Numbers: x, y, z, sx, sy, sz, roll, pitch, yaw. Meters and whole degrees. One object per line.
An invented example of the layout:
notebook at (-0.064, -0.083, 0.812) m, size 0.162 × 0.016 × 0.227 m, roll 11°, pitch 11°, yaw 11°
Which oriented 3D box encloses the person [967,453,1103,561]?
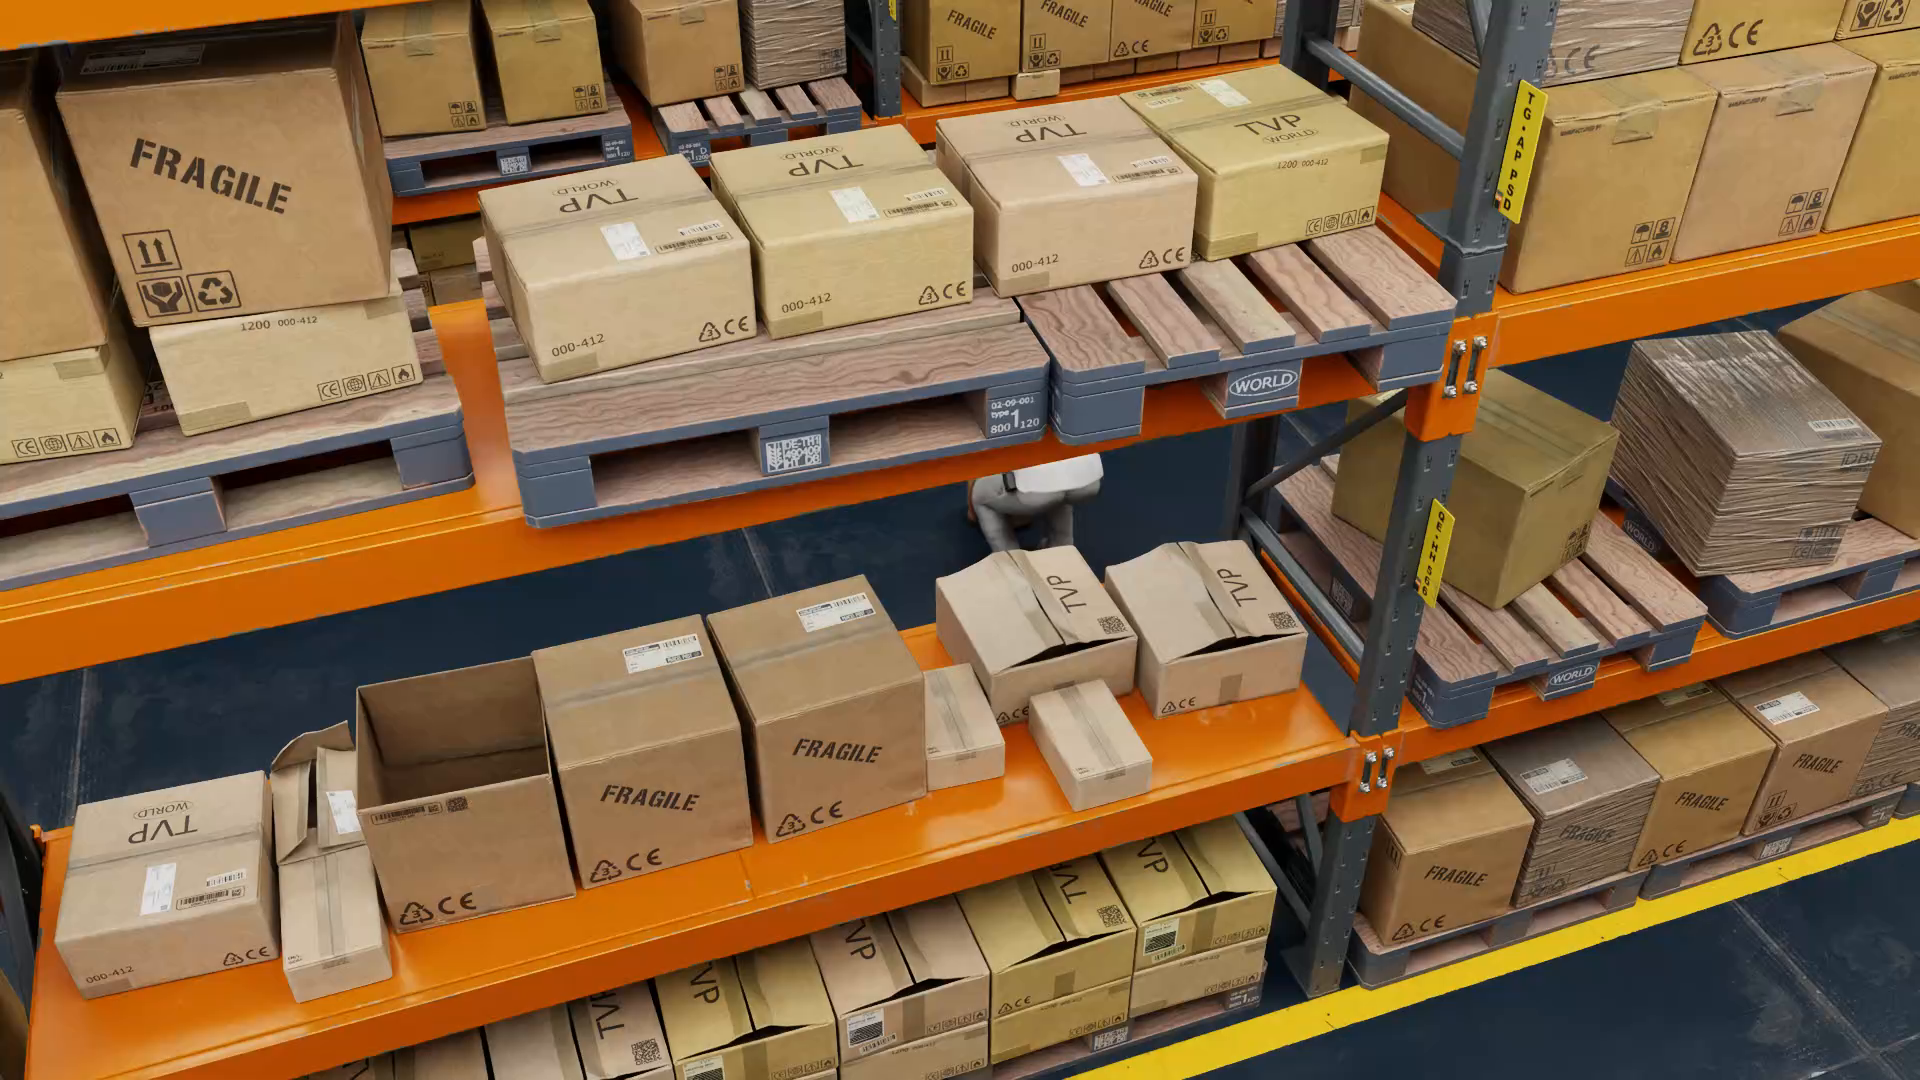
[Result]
person at (0.297, -0.268, 7.759) m, size 0.513 × 0.886 × 0.936 m, roll -14°, pitch 40°, yaw -18°
